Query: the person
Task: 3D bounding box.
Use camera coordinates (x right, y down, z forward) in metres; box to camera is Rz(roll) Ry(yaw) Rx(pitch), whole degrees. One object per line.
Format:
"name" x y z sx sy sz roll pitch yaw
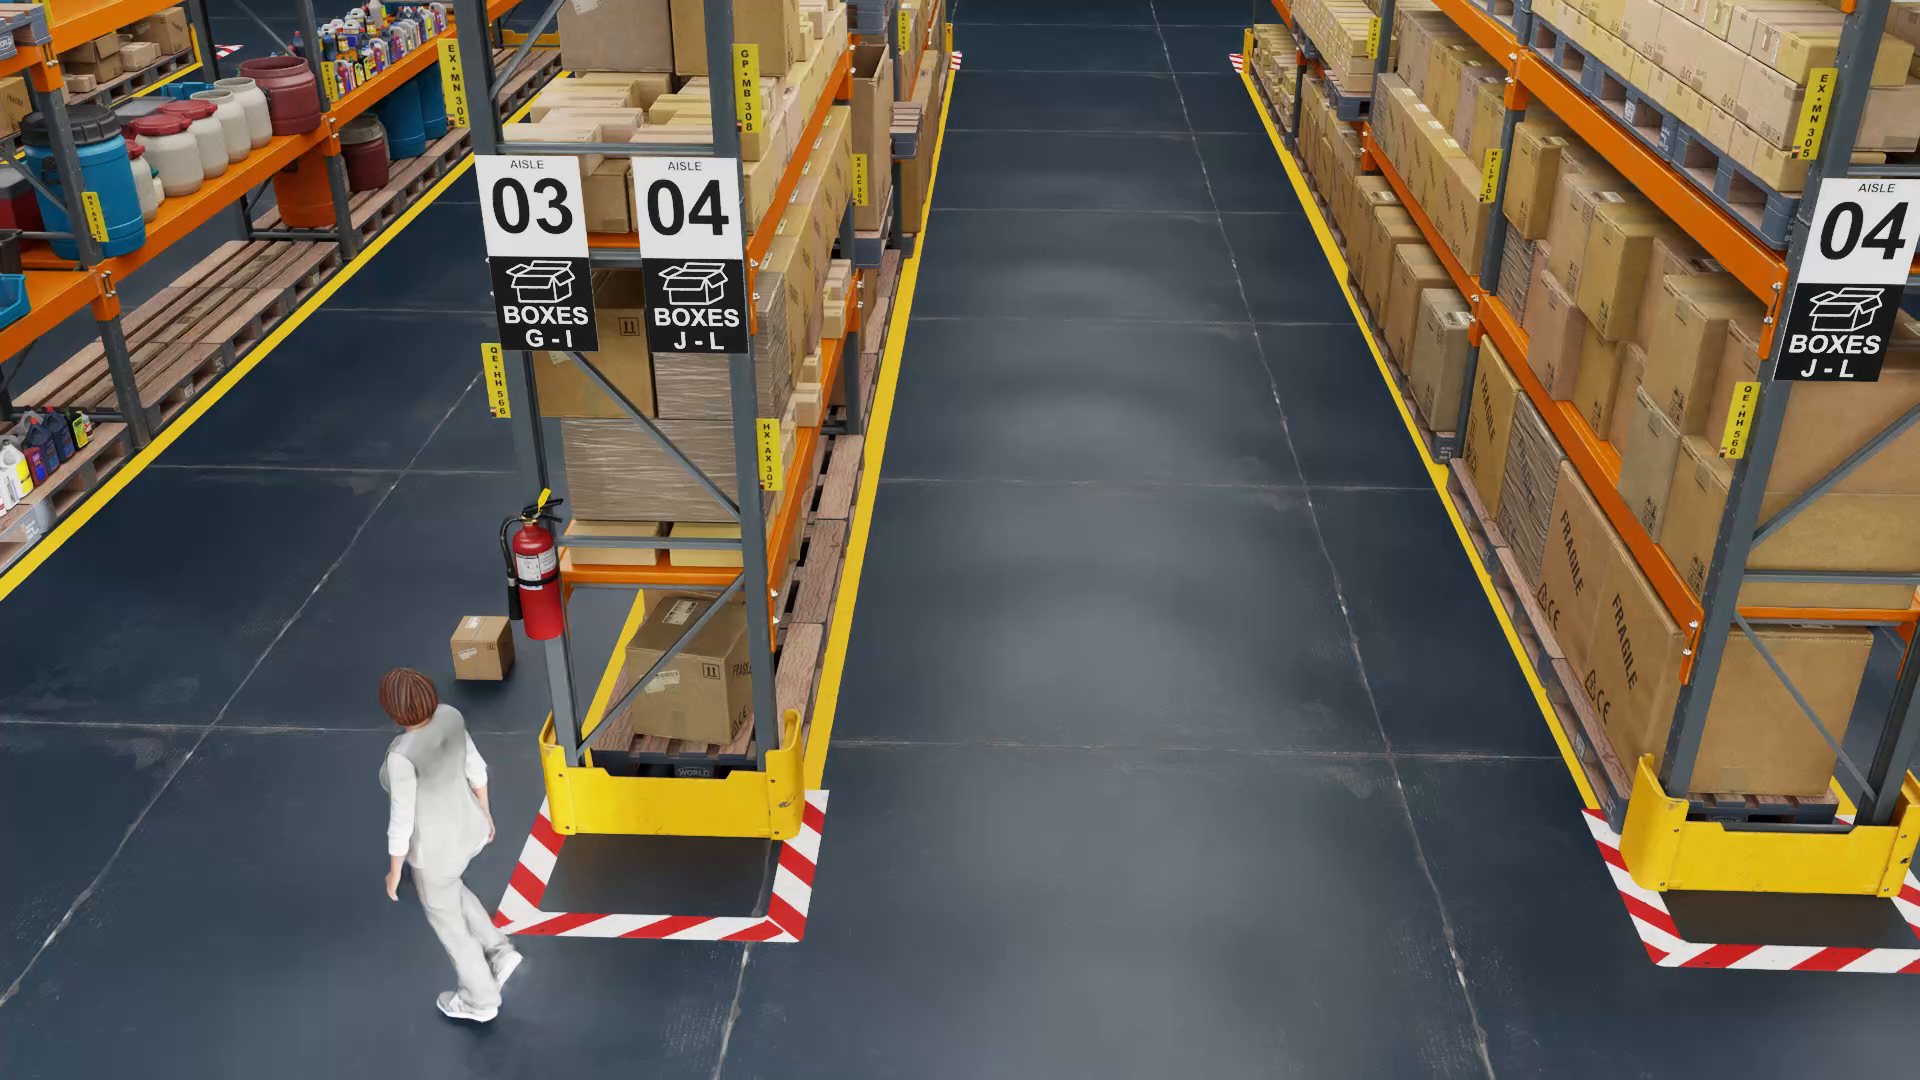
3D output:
"person" -1.991 1.173 6.414 0.422 1.587 0.478 9 30 16
